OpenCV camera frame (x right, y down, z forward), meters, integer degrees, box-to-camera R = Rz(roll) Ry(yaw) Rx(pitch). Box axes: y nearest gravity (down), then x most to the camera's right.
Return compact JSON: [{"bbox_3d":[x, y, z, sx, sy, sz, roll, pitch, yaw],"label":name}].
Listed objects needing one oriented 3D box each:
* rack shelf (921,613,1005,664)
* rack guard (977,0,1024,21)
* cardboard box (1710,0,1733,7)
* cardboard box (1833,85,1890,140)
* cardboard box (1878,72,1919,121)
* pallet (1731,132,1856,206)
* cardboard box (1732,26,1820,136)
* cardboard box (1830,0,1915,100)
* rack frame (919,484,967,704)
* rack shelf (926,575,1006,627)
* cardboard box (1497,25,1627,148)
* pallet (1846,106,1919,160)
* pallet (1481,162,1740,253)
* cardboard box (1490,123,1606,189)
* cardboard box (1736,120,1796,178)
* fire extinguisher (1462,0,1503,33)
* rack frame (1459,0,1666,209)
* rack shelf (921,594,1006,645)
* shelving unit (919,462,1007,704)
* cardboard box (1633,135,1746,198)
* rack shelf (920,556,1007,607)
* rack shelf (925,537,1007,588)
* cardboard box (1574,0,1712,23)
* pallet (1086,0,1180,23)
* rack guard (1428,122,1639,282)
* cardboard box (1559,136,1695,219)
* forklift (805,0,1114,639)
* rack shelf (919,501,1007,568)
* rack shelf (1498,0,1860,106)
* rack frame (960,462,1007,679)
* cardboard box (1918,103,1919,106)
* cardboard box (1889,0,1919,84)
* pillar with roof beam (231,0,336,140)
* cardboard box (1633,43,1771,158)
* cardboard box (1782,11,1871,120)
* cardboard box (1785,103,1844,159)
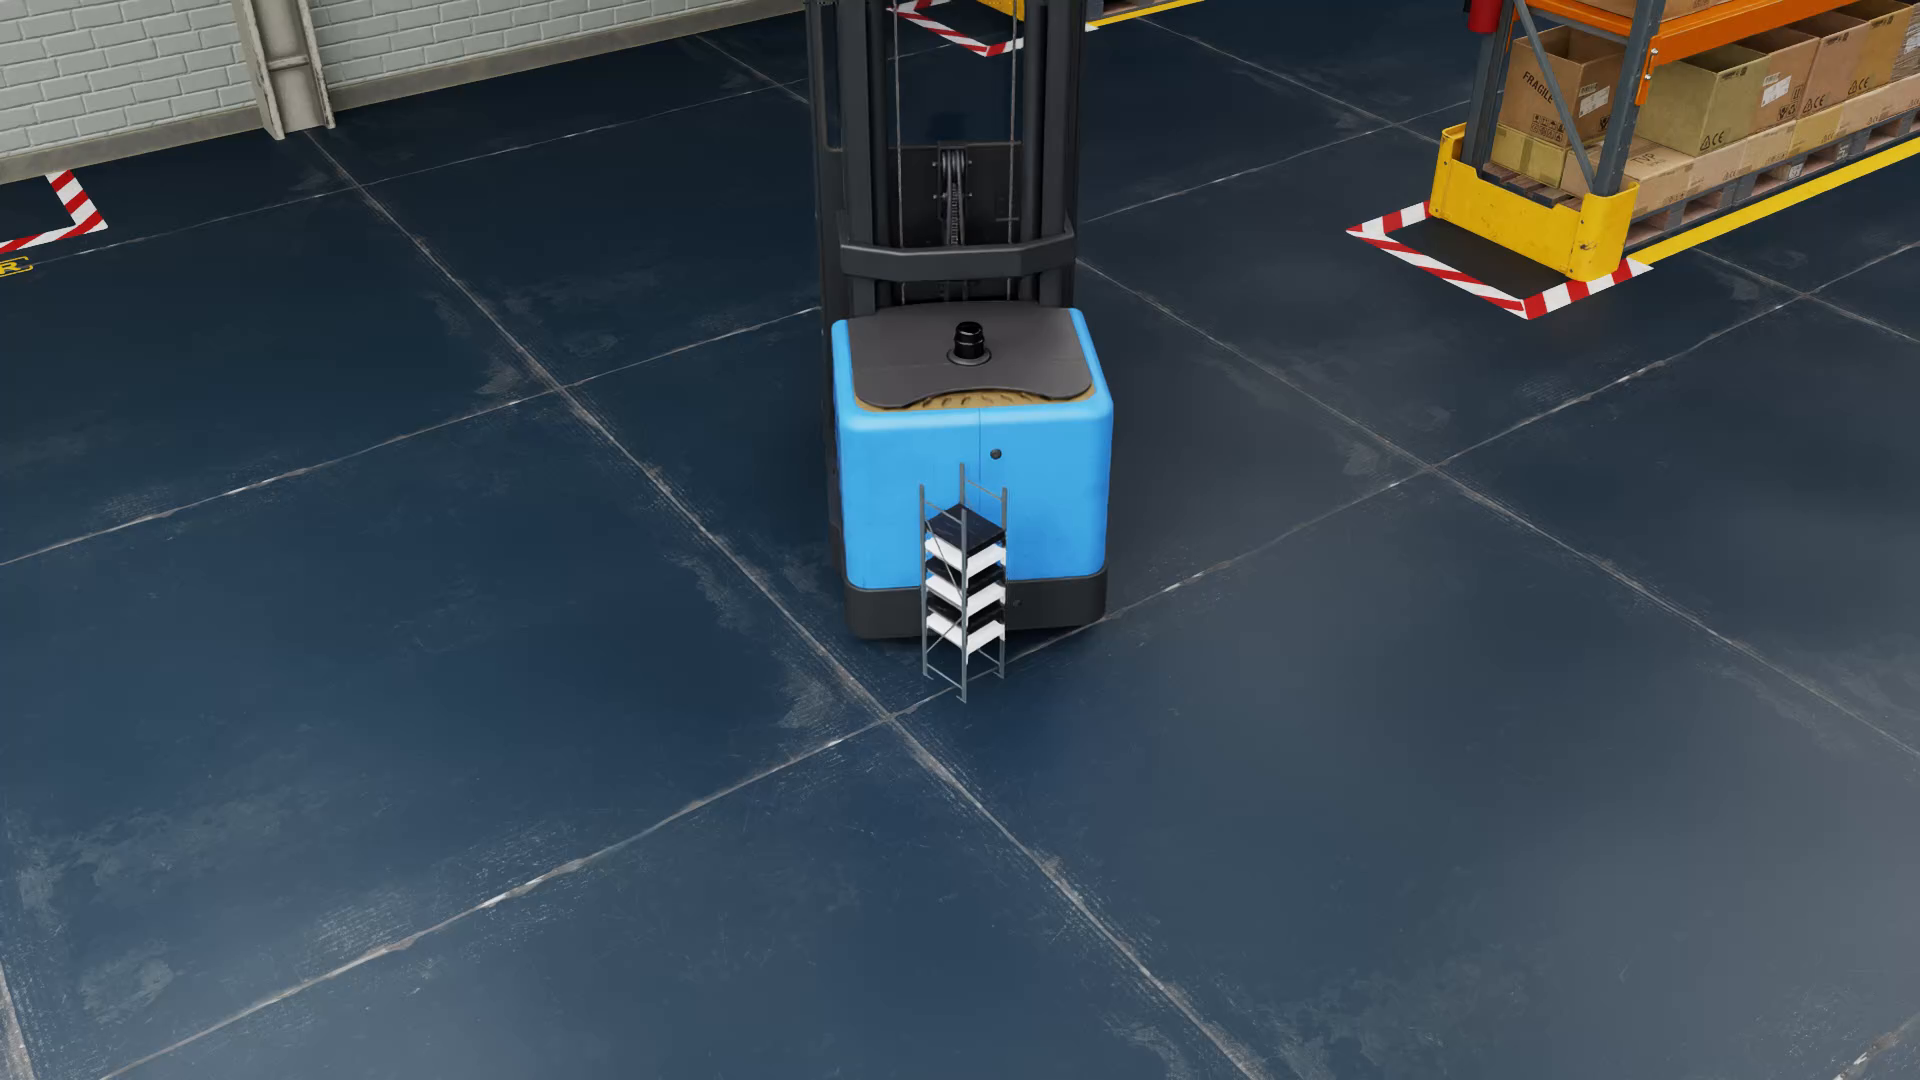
[{"bbox_3d":[0.013,0.343,6.366,0.200,0.077,0.258,-30,45,-34],"label":"rack shelf"},{"bbox_3d":[0.490,-4.356,12.878,0.348,0.500,1.175,-22,41,-28],"label":"rack guard"},{"bbox_3d":[4.100,-3.353,9.257,0.500,0.500,0.700,-21,41,-27],"label":"cardboard box"},{"bbox_3d":[5.486,-2.783,10.545,0.500,0.250,0.500,-22,41,-28],"label":"cardboard box"},{"bbox_3d":[5.887,-2.958,10.789,0.500,0.250,0.500,-22,41,-28],"label":"cardboard box"},{"bbox_3d":[4.882,-2.535,10.594,1.213,0.211,1.003,-22,41,-28],"label":"pallet"},{"bbox_3d":[4.660,-2.758,9.869,0.500,0.500,0.500,-22,41,-28],"label":"cardboard box"},{"bbox_3d":[5.479,-3.093,10.335,0.500,0.500,0.500,-22,41,-28],"label":"cardboard box"},{"bbox_3d":[-0.061,0.212,6.184,0.006,0.900,0.240,-30,45,-34],"label":"rack frame"},{"bbox_3d":[0.012,0.197,6.261,0.200,0.077,0.258,-30,45,-34],"label":"rack shelf"},{"bbox_3d":[3.552,-2.663,9.737,0.500,0.500,0.500,-22,41,-28],"label":"cardboard box"},{"bbox_3d":[5.880,-2.948,11.168,1.213,0.211,1.003,-22,41,-28],"label":"pallet"},{"bbox_3d":[3.886,-2.127,10.027,1.213,0.211,1.003,-22,41,-28],"label":"pallet"},{"bbox_3d":[3.553,-2.358,9.954,0.500,0.250,0.500,-22,41,-28],"label":"cardboard box"},{"bbox_3d":[4.667,-2.448,10.081,0.500,0.250,0.500,-22,41,-28],"label":"cardboard box"},{"bbox_3d":[2.920,-3.133,9.103,0.183,0.674,0.296,-22,41,-28],"label":"fire extinguisher"},{"bbox_3d":[3.285,-2.982,8.827,0.127,3.000,1.000,-22,41,-28],"label":"rack frame"},{"bbox_3d":[0.012,0.270,6.313,0.200,0.077,0.258,-30,45,-34],"label":"rack shelf"},{"bbox_3d":[0.012,0.170,6.241,0.210,0.900,0.258,-30,45,-34],"label":"shelving unit"},{"bbox_3d":[4.258,-2.280,9.847,0.500,0.250,0.500,-22,41,-28],"label":"cardboard box"},{"bbox_3d":[0.012,0.124,6.208,0.200,0.077,0.258,-30,45,-34],"label":"rack shelf"},{"bbox_3d":[0.012,0.052,6.155,0.200,0.077,0.258,-30,45,-34],"label":"rack shelf"},{"bbox_3d":[3.674,-3.174,9.008,0.500,0.500,0.700,-22,41,-28],"label":"cardboard box"},{"bbox_3d":[1.174,-4.495,13.319,1.213,0.211,1.003,-22,41,-28],"label":"pallet"},{"bbox_3d":[3.265,-1.959,9.546,0.348,0.500,1.175,-22,41,-28],"label":"rack guard"},{"bbox_3d":[3.851,-2.111,9.611,0.500,0.250,0.500,-22,41,-28],"label":"cardboard box"},{"bbox_3d":[-0.082,-1.643,7.025,1.130,2.935,3.031,-4,36,-5],"label":"forklift"},{"bbox_3d":[0.011,-0.021,6.102,0.200,0.077,0.258,-30,45,-34],"label":"rack shelf"},{"bbox_3d":[4.919,-3.363,9.973,4.000,0.370,1.077,-22,41,-28],"label":"rack shelf"},{"bbox_3d":[0.085,0.128,6.298,0.006,0.900,0.240,-30,45,-34],"label":"rack frame"},{"bbox_3d":[6.301,-3.121,11.016,0.500,0.250,0.500,-22,41,-28],"label":"cardboard box"},{"bbox_3d":[5.886,-3.263,10.571,0.500,0.500,0.500,-22,41,-28],"label":"cardboard box"},{"bbox_3d":[-1.923,-4.356,5.600,0.400,9.000,9.100,-22,41,-28],"label":"pillar with roof beam"},{"bbox_3d":[4.259,-2.584,9.627,0.500,0.500,0.500,-22,41,-28],"label":"cardboard box"},{"bbox_3d":[5.079,-2.918,10.092,0.500,0.500,0.500,-22,41,-28],"label":"cardboard box"},{"bbox_3d":[5.078,-2.614,10.311,0.500,0.250,0.500,-22,41,-28],"label":"cardboard box"}]
